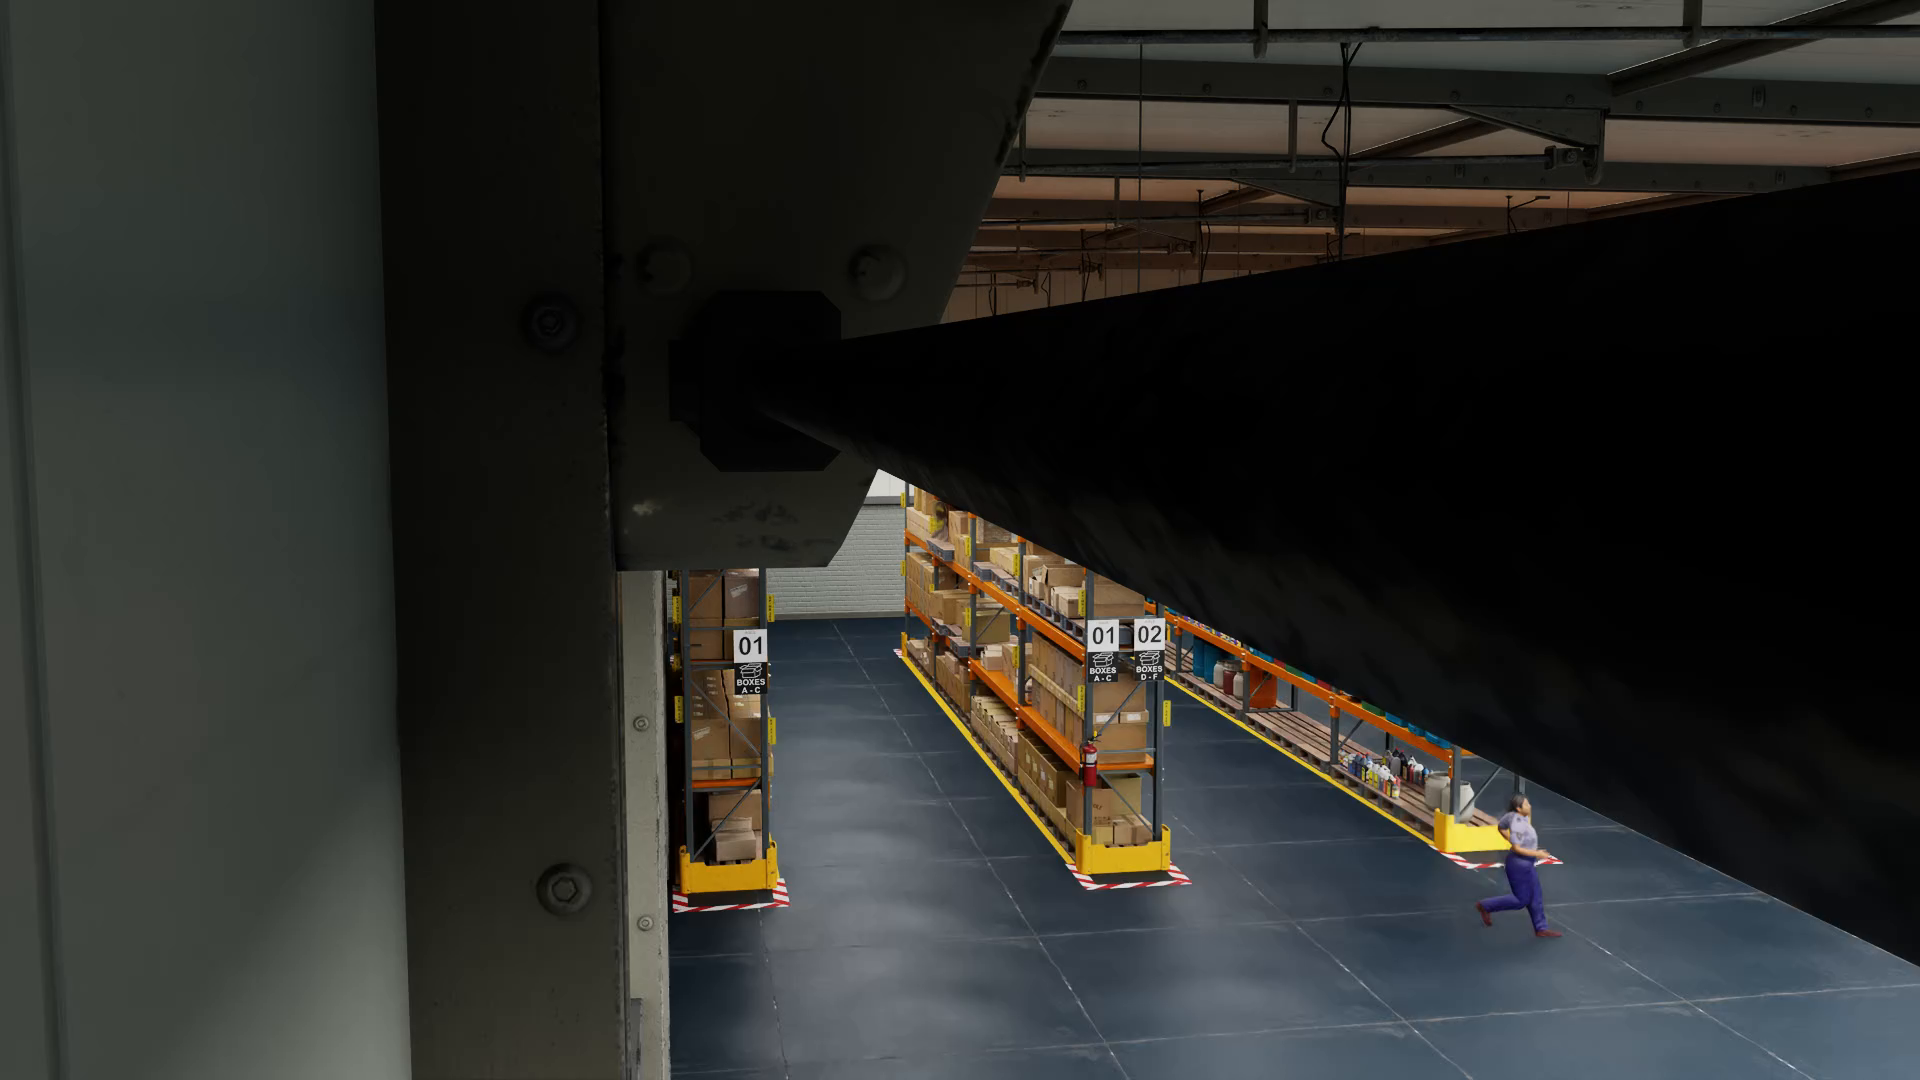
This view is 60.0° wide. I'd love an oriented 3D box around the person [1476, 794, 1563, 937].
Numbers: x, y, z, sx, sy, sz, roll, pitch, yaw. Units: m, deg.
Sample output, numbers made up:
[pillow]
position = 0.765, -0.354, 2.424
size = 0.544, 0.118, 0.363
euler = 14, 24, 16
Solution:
[person]
position = 6.227, 3.614, 18.462
size = 0.943, 1.609, 0.621
euler = 2, 6, 15
